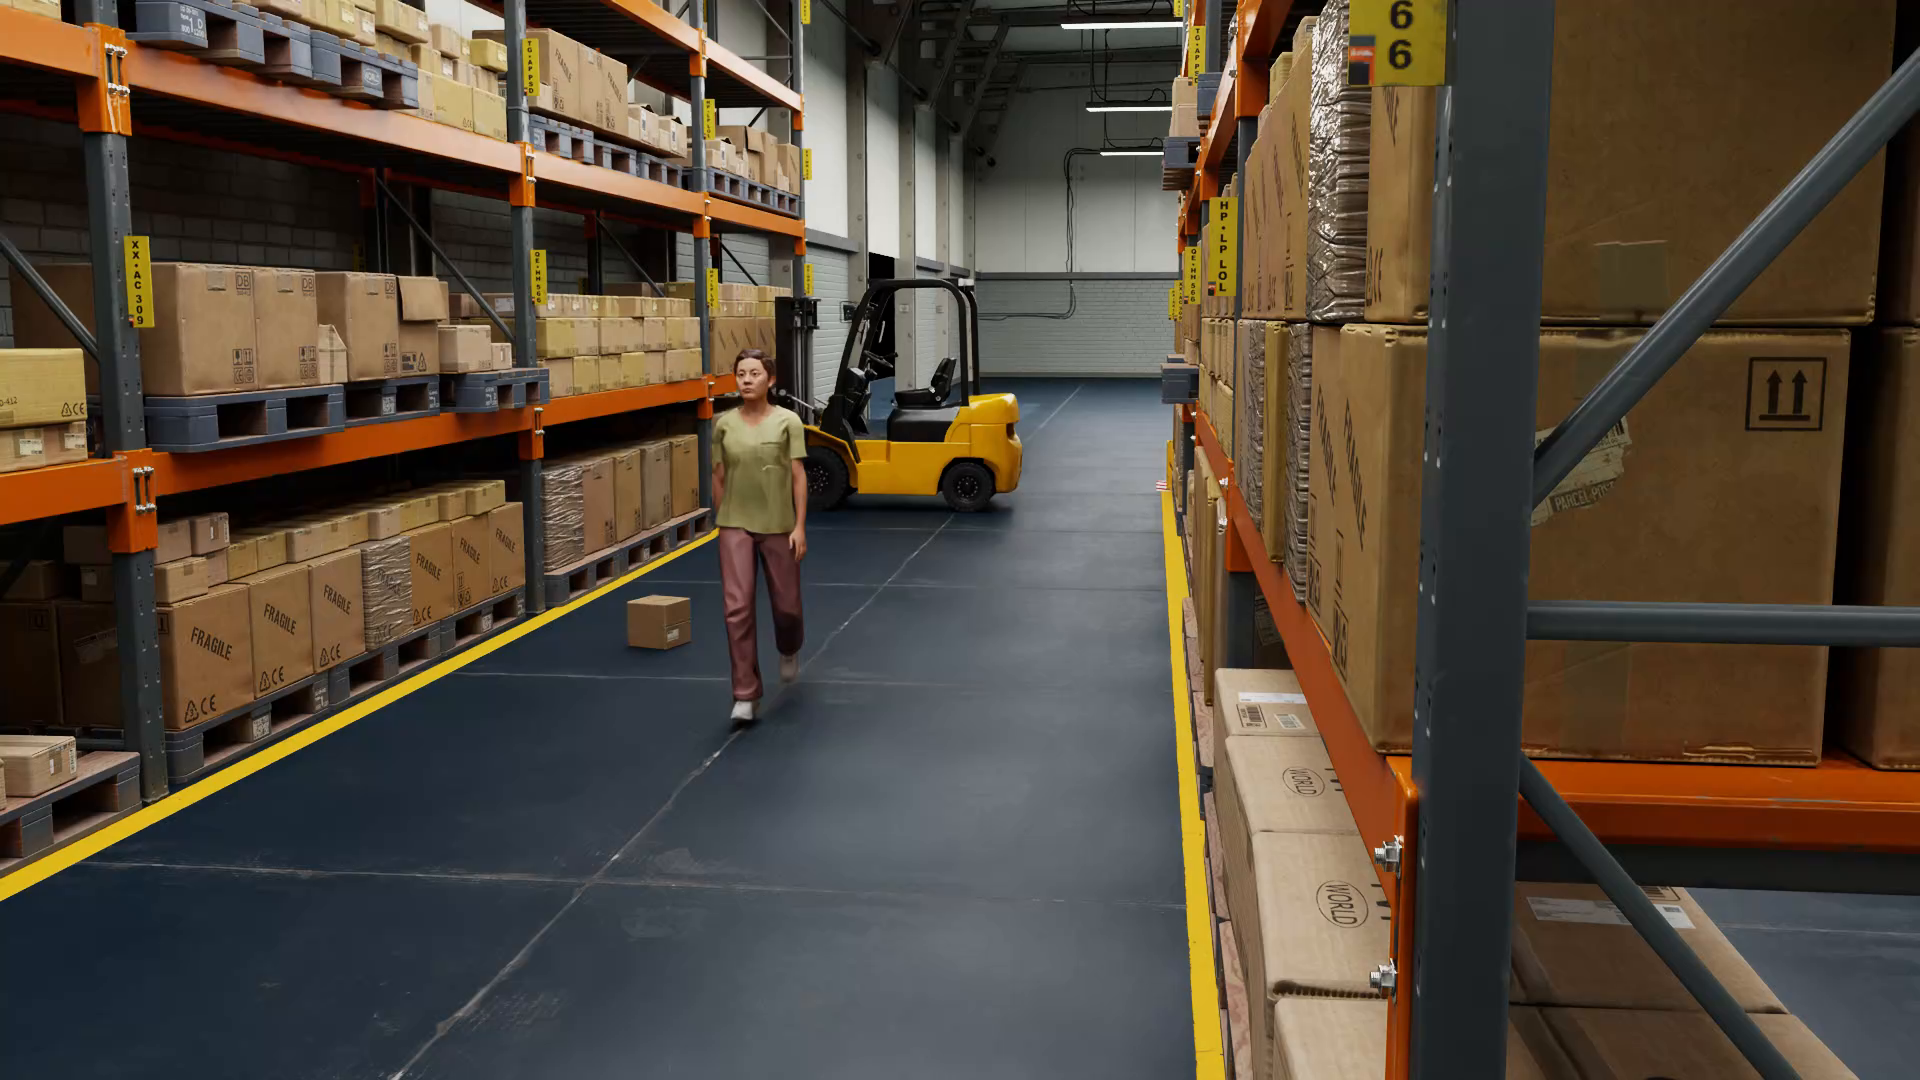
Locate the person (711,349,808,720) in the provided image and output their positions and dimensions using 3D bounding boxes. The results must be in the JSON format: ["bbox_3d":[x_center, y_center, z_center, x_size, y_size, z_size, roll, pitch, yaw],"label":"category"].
[{"bbox_3d":[-0.910,0.078,7.593,0.442,1.389,0.803,0,8,-1],"label":"person"}]
